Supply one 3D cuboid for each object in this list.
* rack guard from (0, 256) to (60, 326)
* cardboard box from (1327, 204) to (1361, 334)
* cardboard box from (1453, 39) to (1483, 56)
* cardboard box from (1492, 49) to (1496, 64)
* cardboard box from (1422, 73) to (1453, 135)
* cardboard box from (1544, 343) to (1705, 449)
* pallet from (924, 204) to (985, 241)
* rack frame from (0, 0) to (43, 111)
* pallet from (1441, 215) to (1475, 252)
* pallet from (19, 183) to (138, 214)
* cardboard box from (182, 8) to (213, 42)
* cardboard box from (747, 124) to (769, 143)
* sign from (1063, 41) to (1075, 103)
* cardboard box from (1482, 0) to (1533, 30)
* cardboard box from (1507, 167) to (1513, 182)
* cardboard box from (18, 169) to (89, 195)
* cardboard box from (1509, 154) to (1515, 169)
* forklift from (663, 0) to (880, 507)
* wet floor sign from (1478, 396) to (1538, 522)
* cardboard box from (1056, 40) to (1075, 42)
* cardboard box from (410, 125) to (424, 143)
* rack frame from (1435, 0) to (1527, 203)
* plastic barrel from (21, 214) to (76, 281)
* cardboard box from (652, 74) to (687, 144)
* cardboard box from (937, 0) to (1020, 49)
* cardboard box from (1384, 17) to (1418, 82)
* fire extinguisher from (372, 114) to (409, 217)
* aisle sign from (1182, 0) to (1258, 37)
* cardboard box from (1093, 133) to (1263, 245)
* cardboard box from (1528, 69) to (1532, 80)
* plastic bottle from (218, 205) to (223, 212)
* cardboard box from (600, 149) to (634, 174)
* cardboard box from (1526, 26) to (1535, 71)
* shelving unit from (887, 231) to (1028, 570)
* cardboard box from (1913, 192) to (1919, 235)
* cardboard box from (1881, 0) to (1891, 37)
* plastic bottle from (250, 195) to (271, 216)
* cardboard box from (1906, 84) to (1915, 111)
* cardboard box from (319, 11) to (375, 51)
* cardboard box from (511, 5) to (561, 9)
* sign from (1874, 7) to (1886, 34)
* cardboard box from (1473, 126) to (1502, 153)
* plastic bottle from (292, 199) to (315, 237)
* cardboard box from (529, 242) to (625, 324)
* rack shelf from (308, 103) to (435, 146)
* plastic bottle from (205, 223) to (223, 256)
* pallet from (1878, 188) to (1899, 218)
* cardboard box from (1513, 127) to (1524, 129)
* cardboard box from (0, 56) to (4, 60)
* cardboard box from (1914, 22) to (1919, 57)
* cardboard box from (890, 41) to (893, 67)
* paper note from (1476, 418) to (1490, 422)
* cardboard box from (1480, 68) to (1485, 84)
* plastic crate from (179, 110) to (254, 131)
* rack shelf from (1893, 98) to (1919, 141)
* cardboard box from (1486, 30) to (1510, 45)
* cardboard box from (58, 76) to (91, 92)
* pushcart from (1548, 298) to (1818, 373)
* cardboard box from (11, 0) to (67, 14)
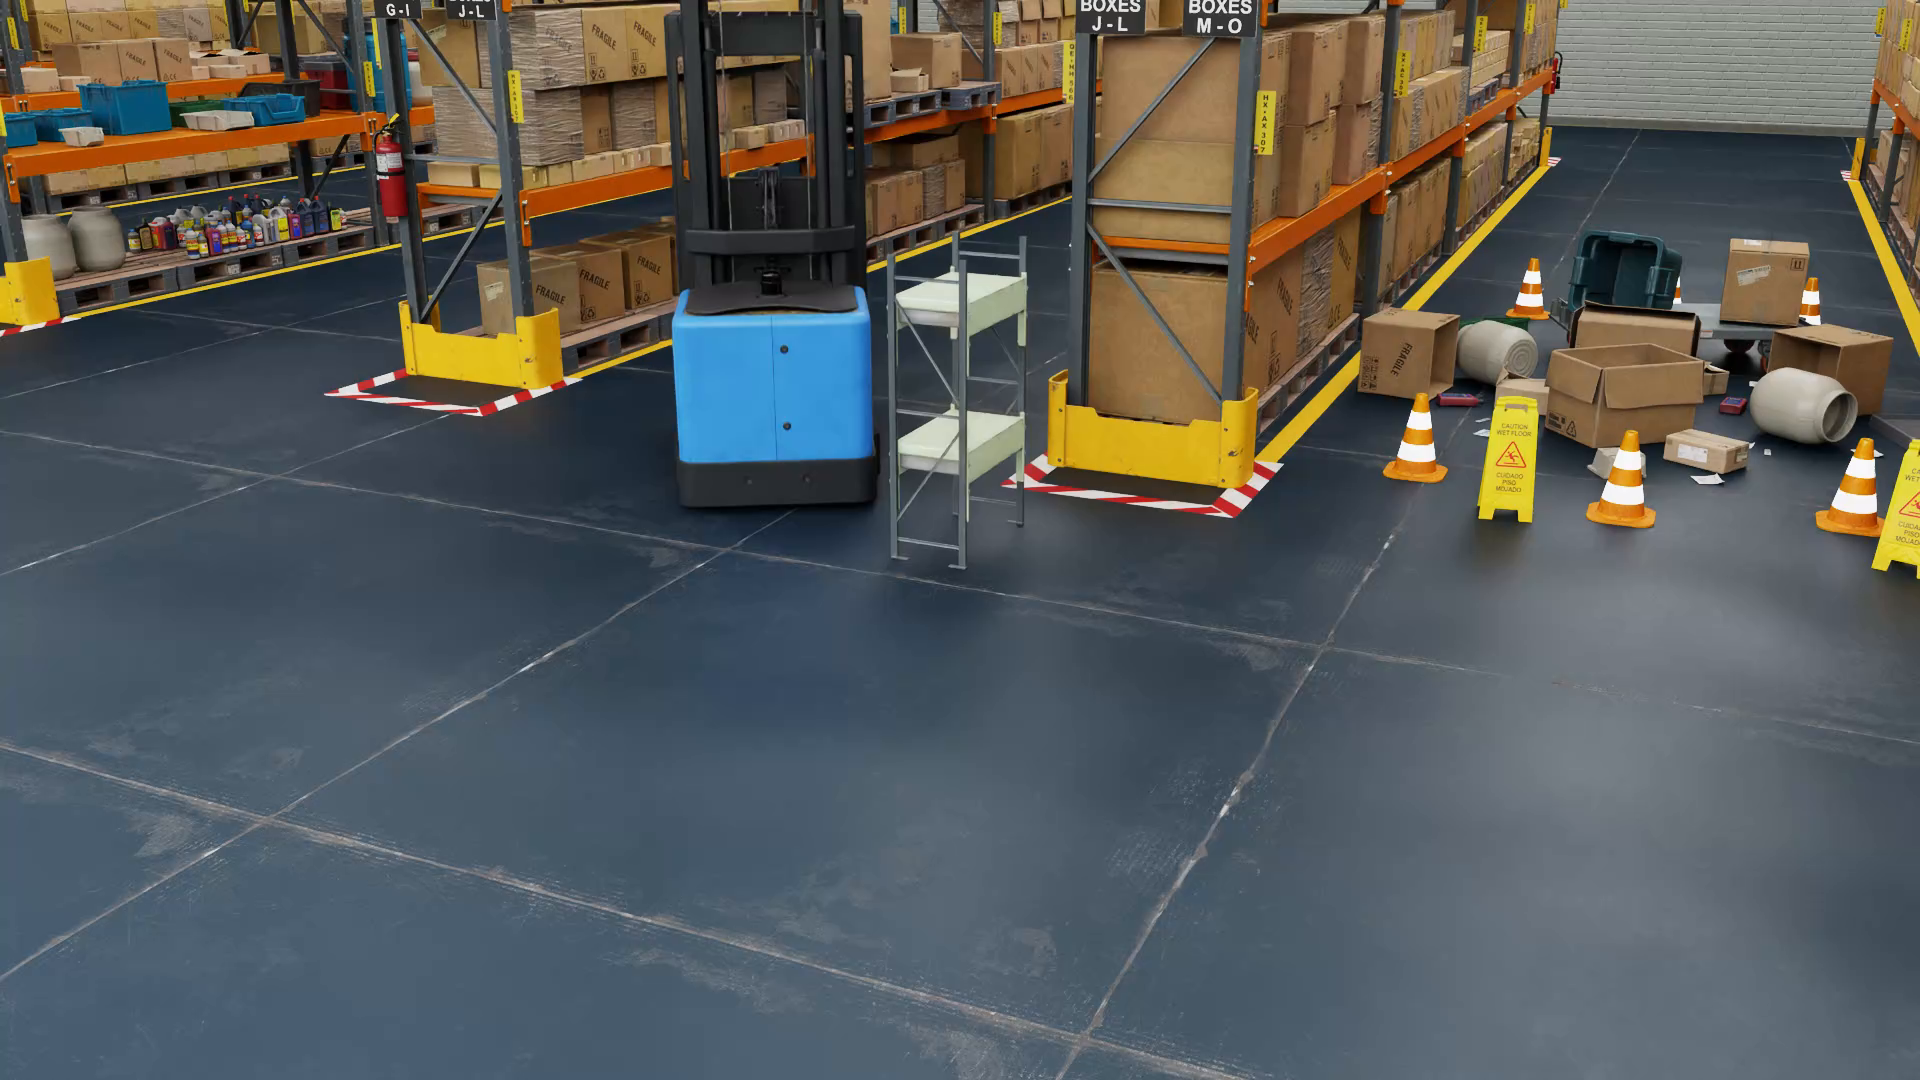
[{"bbox_3d":[-7.911,-2.075,13.558,1.175,0.500,0.348,9,21,23],"label":"rack guard"},{"bbox_3d":[2.420,-2.069,12.354,0.875,0.875,0.875,9,21,24],"label":"cardboard box"},{"bbox_3d":[5.175,-5.073,17.117,0.380,0.149,0.250,10,22,25],"label":"cardboard box"},{"bbox_3d":[5.608,-5.252,18.064,0.380,0.149,0.250,7,21,20],"label":"cardboard box"},{"bbox_3d":[4.029,-3.845,14.655,0.500,0.500,0.500,8,21,22],"label":"cardboard box"},{"bbox_3d":[4.070,-0.892,10.226,0.797,0.503,0.637,-5,20,-15],"label":"cardboard box"},{"bbox_3d":[-0.426,-3.437,17.817,1.003,0.211,1.213,9,21,23],"label":"pallet"},{"bbox_3d":[-13.661,-7.028,23.754,1.000,3.000,0.127,9,21,23],"label":"rack frame"},{"bbox_3d":[4.700,-3.203,17.159,1.003,0.211,1.213,9,21,23],"label":"pallet"},{"bbox_3d":[-10.513,-4.044,19.524,1.003,0.211,1.213,9,21,23],"label":"pallet"},{"bbox_3d":[-12.182,-8.115,26.186,0.500,0.500,0.500,9,21,23],"label":"cardboard box"},{"bbox_3d":[-1.831,-3.399,13.924,0.380,0.149,0.250,9,21,23],"label":"cardboard box"},{"bbox_3d":[0.614,-2.568,9.132,0.100,0.325,0.005,9,21,23],"label":"sign"},{"bbox_3d":[6.424,-6.263,19.519,0.500,0.500,0.500,9,22,24],"label":"cardboard box"},{"bbox_3d":[6.459,-4.422,20.055,0.380,0.149,0.250,8,21,20],"label":"cardboard box"},{"bbox_3d":[-10.387,-4.118,19.050,0.500,0.250,0.500,8,21,21],"label":"cardboard box"},{"bbox_3d":[6.457,-4.562,20.005,0.380,0.149,0.250,10,22,25],"label":"cardboard box"},{"bbox_3d":[-1.106,-2.003,9.726,1.130,2.935,3.031,-2,20,-5],"label":"forklift"},{"bbox_3d":[2.898,-0.442,8.750,0.267,0.644,0.232,5,20,13],"label":"wet floor sign"},{"bbox_3d":[1.175,-5.768,20.061,0.500,0.500,0.500,8,21,22],"label":"cardboard box"},{"bbox_3d":[-8.065,-5.953,23.805,0.500,0.500,0.500,8,21,21],"label":"cardboard box"},{"bbox_3d":[6.017,-5.500,19.459,1.000,3.000,0.127,9,21,23],"label":"rack frame"},{"bbox_3d":[-7.699,-2.461,13.997,0.421,0.512,0.421,0,20,0],"label":"plastic barrel"},{"bbox_3d":[-2.575,-3.363,12.855,0.875,0.500,0.500,9,21,23],"label":"cardboard box"},{"bbox_3d":[0.210,-5.730,18.459,0.797,0.503,0.637,9,22,25],"label":"cardboard box"},{"bbox_3d":[3.355,-4.038,13.704,0.700,0.500,0.500,9,21,23],"label":"cardboard box"},{"bbox_3d":[-3.848,-2.535,11.237,0.296,0.674,0.183,9,21,23],"label":"fire extinguisher"},{"bbox_3d":[1.348,-2.994,8.532,0.394,0.787,0.004,9,21,23],"label":"aisle sign"},{"bbox_3d":[1.214,-2.022,9.455,0.875,0.550,0.550,9,21,23],"label":"cardboard box"},{"bbox_3d":[6.927,-5.833,20.769,0.380,0.149,0.250,10,22,25],"label":"cardboard box"},{"bbox_3d":[-7.153,-3.081,16.053,0.061,0.283,0.133,10,22,25],"label":"plastic bottle"},{"bbox_3d":[-2.618,-2.783,12.191,0.380,0.149,0.250,9,21,23],"label":"cardboard box"},{"bbox_3d":[6.646,-5.957,20.149,0.500,0.500,0.500,9,21,23],"label":"cardboard box"},{"bbox_3d":[-0.003,-0.705,8.212,0.431,1.500,0.755,9,21,23],"label":"shelving unit"},{"bbox_3d":[9.664,-3.298,15.810,0.875,0.875,0.875,9,21,23],"label":"cardboard box"},{"bbox_3d":[11.756,-6.486,20.587,0.500,0.500,0.500,8,21,21],"label":"cardboard box"},{"bbox_3d":[-6.839,-3.196,16.275,0.144,0.351,0.185,9,21,23],"label":"plastic bottle"},{"bbox_3d":[9.719,-4.370,16.505,0.500,0.250,0.500,8,21,22],"label":"cardboard box"},{"bbox_3d":[-8.437,-7.056,23.057,0.700,0.500,0.500,13,23,33],"label":"cardboard box"},{"bbox_3d":[-3.181,-3.558,11.911,0.500,0.500,0.500,9,21,23],"label":"cardboard box"},{"bbox_3d":[11.709,-6.598,21.135,0.100,0.325,0.005,9,21,23],"label":"sign"},{"bbox_3d":[5.720,-4.456,18.507,0.500,0.250,0.500,10,22,25],"label":"cardboard box"},{"bbox_3d":[-6.341,-3.110,16.034,0.144,0.351,0.185,7,21,20],"label":"plastic bottle"},{"bbox_3d":[-2.896,-1.940,12.550,0.500,0.500,0.500,15,25,37],"label":"cardboard box"},{"bbox_3d":[-5.442,-4.718,18.333,1.077,0.370,4.000,9,21,23],"label":"rack shelf"},{"bbox_3d":[-6.763,-2.729,15.063,0.061,0.283,0.133,9,21,24],"label":"plastic bottle"},{"bbox_3d":[10.957,-3.760,18.727,1.003,0.211,1.213,9,21,23],"label":"pallet"},{"bbox_3d":[7.092,-5.271,21.552,0.380,0.149,0.250,8,21,21],"label":"cardboard box"},{"bbox_3d":[-13.762,-7.054,24.172,0.380,0.149,0.250,9,21,24],"label":"cardboard box"},{"bbox_3d":[9.949,-5.116,16.736,0.500,0.500,0.500,8,21,22],"label":"cardboard box"},{"bbox_3d":[-1.117,-4.556,16.021,0.797,0.503,0.637,11,22,28],"label":"cardboard box"},{"bbox_3d":[3.335,-0.764,10.602,0.123,0.001,0.032,-14,24,-33],"label":"paper note"},{"bbox_3d":[5.288,-4.872,17.440,0.380,0.149,0.250,9,21,23],"label":"cardboard box"},{"bbox_3d":[-6.695,-3.791,15.044,0.530,0.136,0.437,9,21,23],"label":"plastic crate"},{"bbox_3d":[9.755,-3.902,16.037,1.077,0.370,4.000,9,21,23],"label":"rack shelf"},{"bbox_3d":[6.031,-5.711,18.911,0.380,0.149,0.250,10,22,25],"label":"cardboard box"},{"bbox_3d":[-10.229,-5.251,19.133,0.380,0.149,0.250,9,21,23],"label":"cardboard box"},{"bbox_3d":[5.198,-1.469,12.035,1.648,0.377,0.936,1,20,4],"label":"pushcart"},{"bbox_3d":[-13.229,-7.690,23.874,0.500,0.250,0.500,9,22,24],"label":"cardboard box"}]
